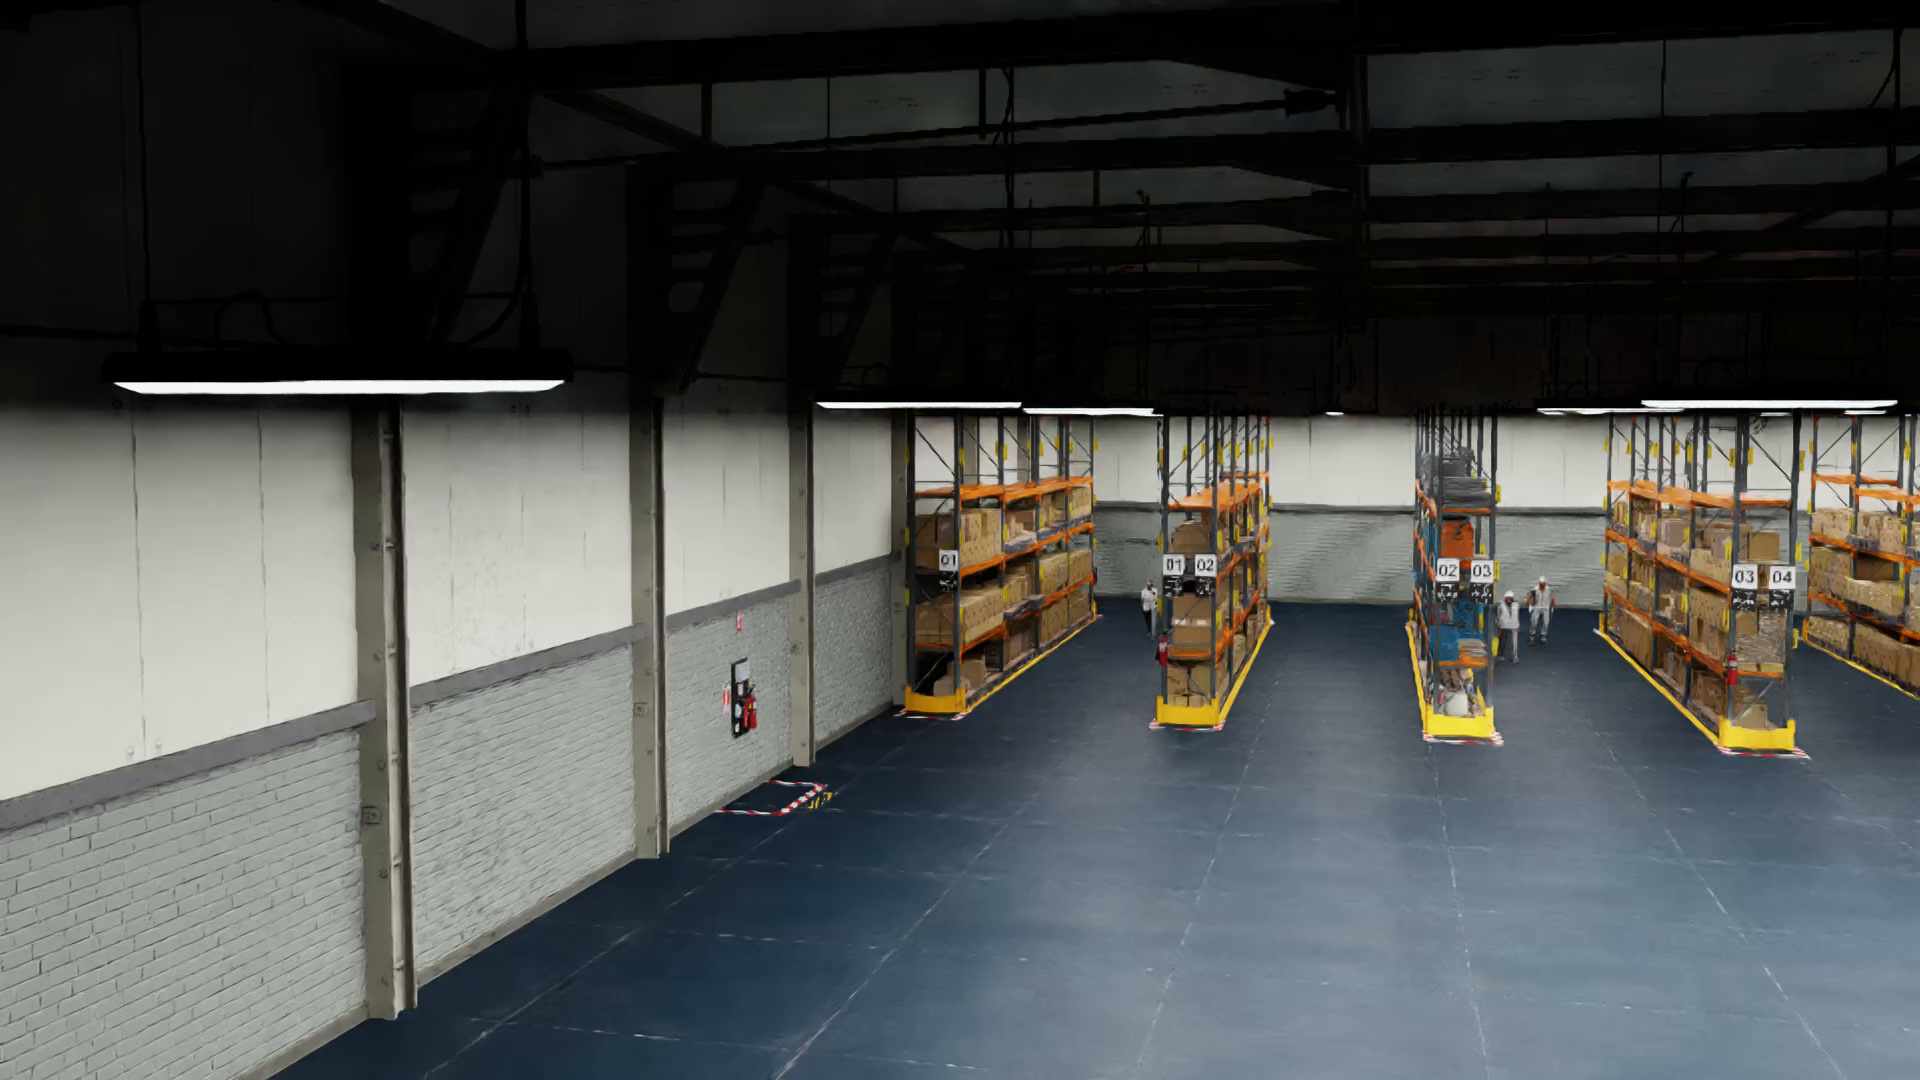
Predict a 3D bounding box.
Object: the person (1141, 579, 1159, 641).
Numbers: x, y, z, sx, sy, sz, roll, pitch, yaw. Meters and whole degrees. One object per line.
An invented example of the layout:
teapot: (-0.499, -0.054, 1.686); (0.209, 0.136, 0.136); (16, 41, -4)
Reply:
person: (4.917, 1.768, 43.055); (0.456, 1.569, 1.088); (1, 4, 16)

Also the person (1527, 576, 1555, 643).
person: (14.823, 1.771, 42.464); (0.663, 1.742, 0.552); (1, 4, 13)

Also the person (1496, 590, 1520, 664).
person: (12.842, 2.021, 38.964); (0.545, 1.695, 1.106); (1, 4, 12)
